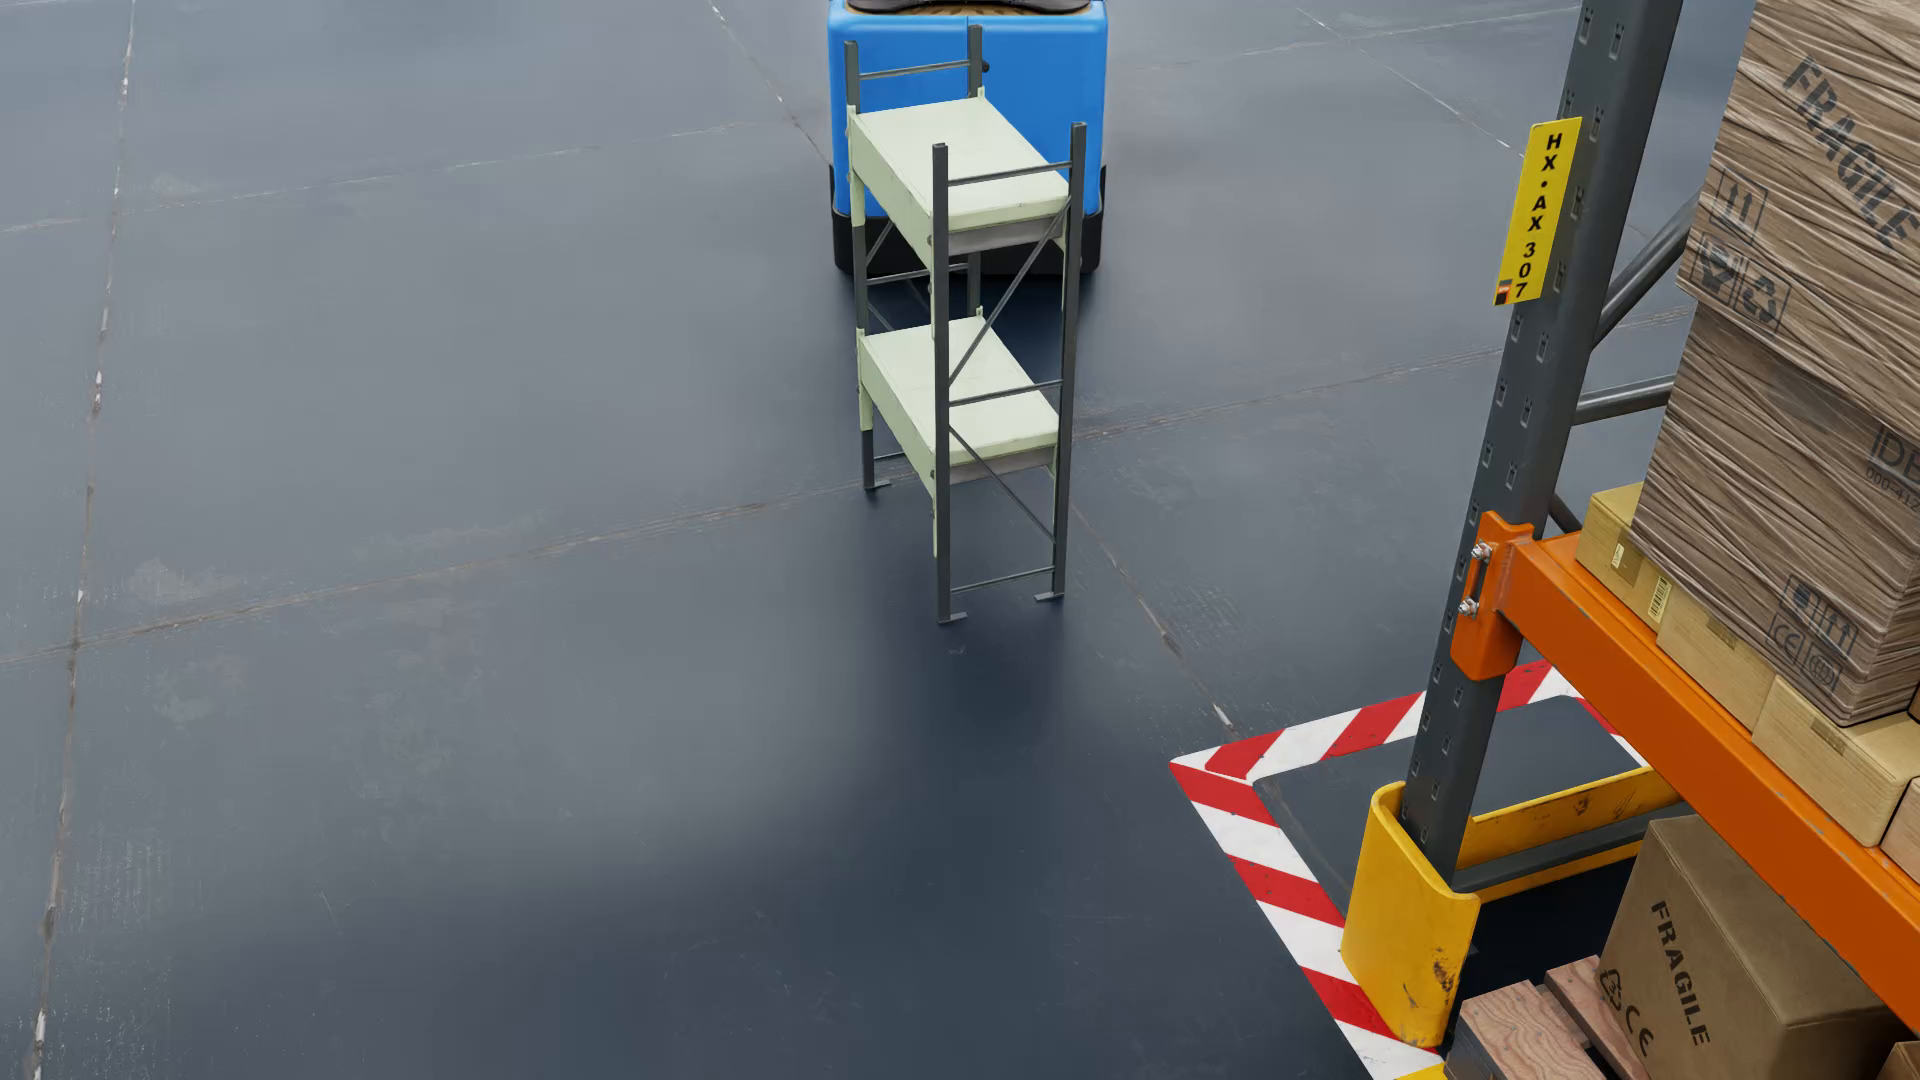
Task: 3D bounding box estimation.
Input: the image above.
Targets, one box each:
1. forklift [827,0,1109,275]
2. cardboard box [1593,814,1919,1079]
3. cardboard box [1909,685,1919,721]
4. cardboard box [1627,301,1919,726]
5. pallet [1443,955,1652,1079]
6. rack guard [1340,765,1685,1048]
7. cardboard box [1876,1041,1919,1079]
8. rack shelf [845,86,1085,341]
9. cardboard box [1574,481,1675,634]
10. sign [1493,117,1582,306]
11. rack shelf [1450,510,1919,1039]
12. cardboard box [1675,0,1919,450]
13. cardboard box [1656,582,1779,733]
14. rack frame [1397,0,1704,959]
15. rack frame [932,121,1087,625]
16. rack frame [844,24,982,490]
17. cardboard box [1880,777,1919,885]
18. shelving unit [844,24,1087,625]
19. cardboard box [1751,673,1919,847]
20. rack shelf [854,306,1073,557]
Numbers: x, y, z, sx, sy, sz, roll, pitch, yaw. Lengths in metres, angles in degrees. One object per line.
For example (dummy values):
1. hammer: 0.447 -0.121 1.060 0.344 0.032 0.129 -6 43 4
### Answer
1. forklift: 0.038 -3.064 6.882 1.130 2.935 3.031 0 37 0
2. cardboard box: 1.665 0.881 3.316 0.500 0.500 0.500 -6 37 -7
3. cardboard box: 1.914 0.109 2.282 0.875 0.500 0.500 -12 39 -16
4. cardboard box: 1.630 -0.148 2.624 0.875 0.500 0.500 -12 39 -16
5. pallet: 1.739 1.317 3.326 1.003 0.211 1.213 -12 39 -16
6. rack guard: 1.492 0.735 3.858 1.175 0.500 0.348 -12 39 -16
7. cardboard box: 1.903 1.211 2.877 0.500 0.500 0.500 -3 37 -4
8. rack shelf: -0.002 -0.915 4.569 0.431 0.370 0.720 -12 39 -16
9. cardboard box: 1.341 0.005 2.960 0.380 0.149 0.250 -12 39 -16
10. sign: 0.957 -0.539 2.754 0.100 0.325 0.005 -12 39 -16
11. rack shelf: 2.155 1.111 1.880 1.077 0.370 4.000 -12 39 -16
12. cardboard box: 1.400 -0.497 2.255 0.500 0.500 0.500 -12 39 -16
13. cardboard box: 1.409 0.150 2.767 0.380 0.149 0.250 -12 39 -16
14. rack frame: 1.466 -0.306 3.163 1.000 3.000 0.127 -12 39 -16
15. rack frame: 0.124 -0.396 4.529 0.400 1.500 0.023 -12 39 -16
16. rack frame: -0.128 -0.810 5.078 0.400 1.500 0.023 -12 39 -16
17. cardboard box: 1.586 0.431 2.393 0.380 0.149 0.250 -12 39 -16
18. shelving unit: -0.002 -0.603 4.804 0.431 1.500 0.755 -12 39 -16
19. cardboard box: 1.481 0.294 2.575 0.380 0.149 0.250 -12 39 -16
20. rack shelf: -0.002 -0.342 5.000 0.431 0.370 0.720 -12 39 -16
